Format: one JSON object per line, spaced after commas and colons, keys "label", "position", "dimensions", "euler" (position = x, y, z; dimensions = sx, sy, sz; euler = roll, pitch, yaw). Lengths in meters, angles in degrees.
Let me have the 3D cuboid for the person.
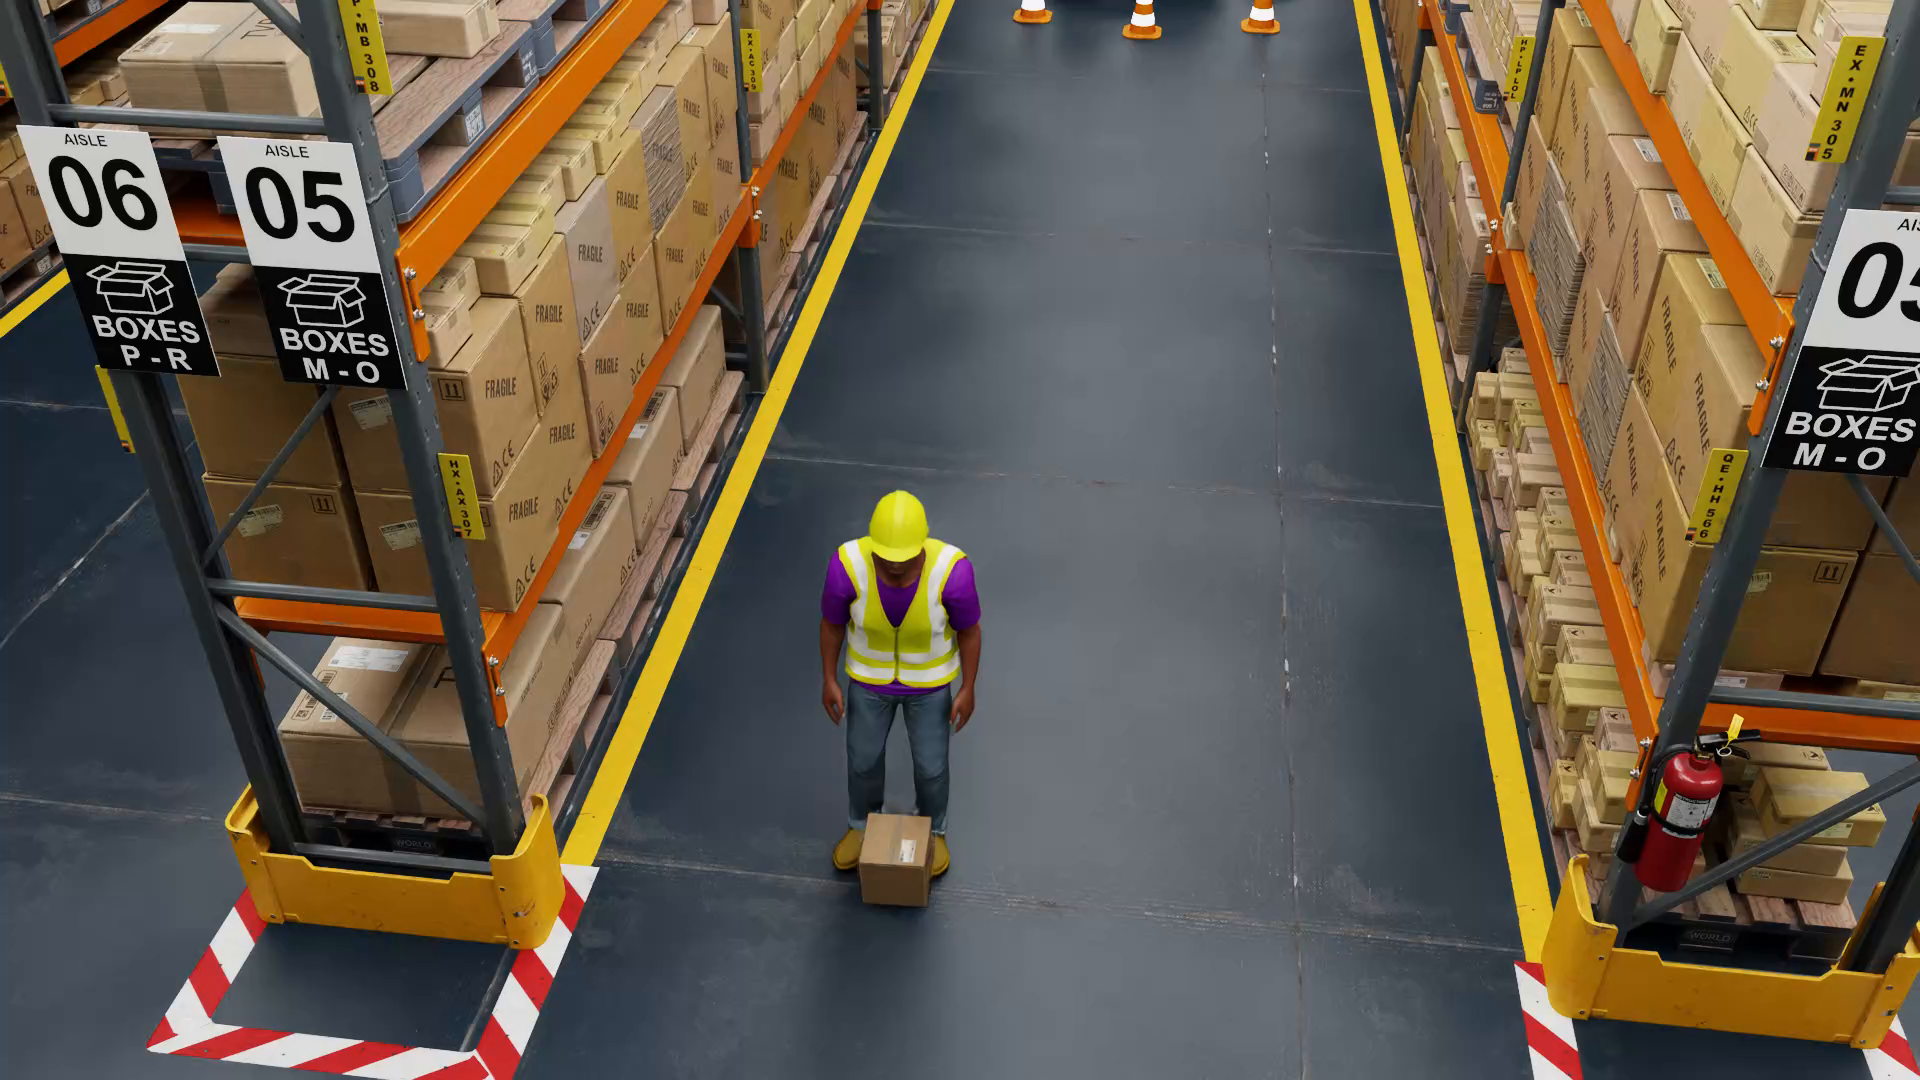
{"label": "person", "position": [-0.226, 0.535, 6.286], "dimensions": [0.607, 1.762, 0.449], "euler": [3, 36, 4]}
